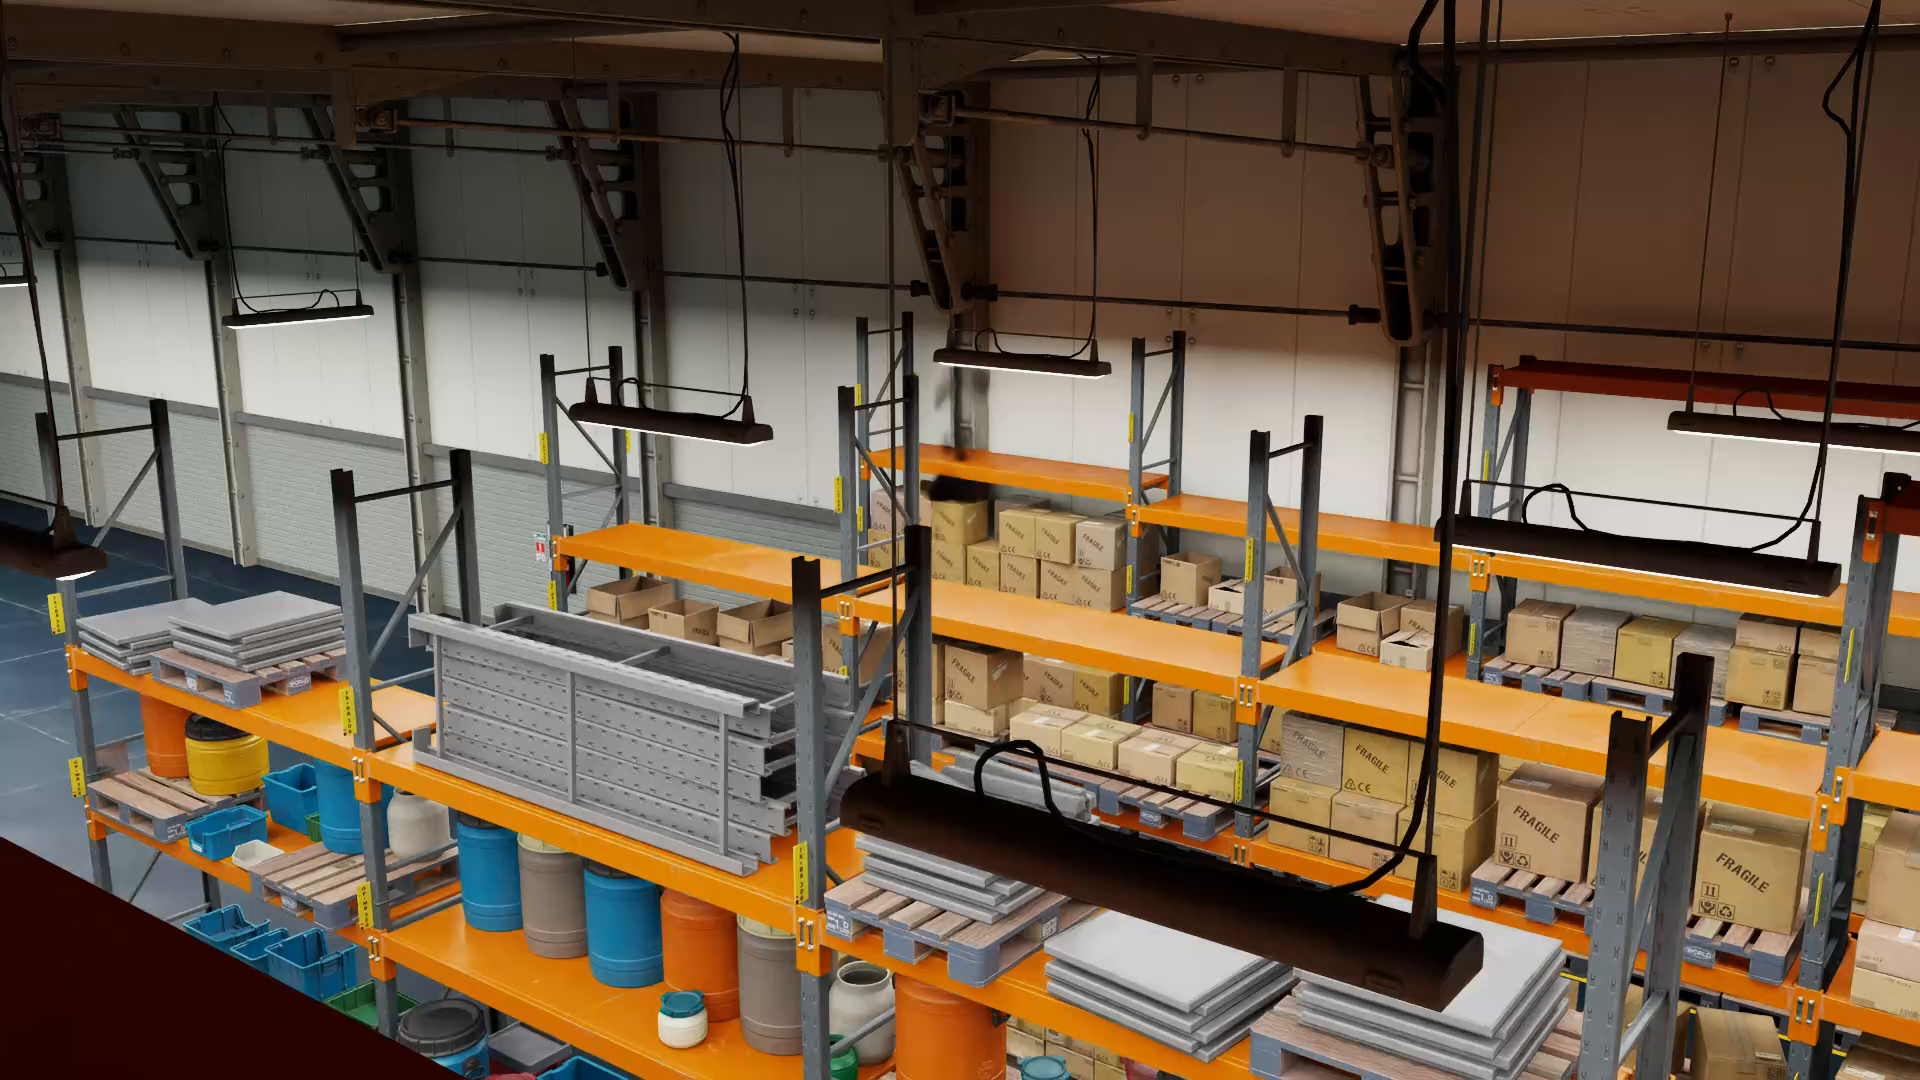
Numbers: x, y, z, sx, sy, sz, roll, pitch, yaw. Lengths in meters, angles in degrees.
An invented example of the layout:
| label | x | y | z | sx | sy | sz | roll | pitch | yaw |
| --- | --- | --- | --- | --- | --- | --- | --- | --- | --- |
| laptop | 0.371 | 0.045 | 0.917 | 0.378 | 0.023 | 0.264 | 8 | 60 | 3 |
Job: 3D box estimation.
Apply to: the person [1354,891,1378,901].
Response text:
| label | x | y | z | sx | sy | sz | roll | pitch | yaw |
| --- | --- | --- | --- | --- | --- | --- | --- | --- | --- |
| person | 4.110 | 3.610 | 16.009 | 0.793 | 1.711 | 0.654 | 9 | 16 | 35 |
